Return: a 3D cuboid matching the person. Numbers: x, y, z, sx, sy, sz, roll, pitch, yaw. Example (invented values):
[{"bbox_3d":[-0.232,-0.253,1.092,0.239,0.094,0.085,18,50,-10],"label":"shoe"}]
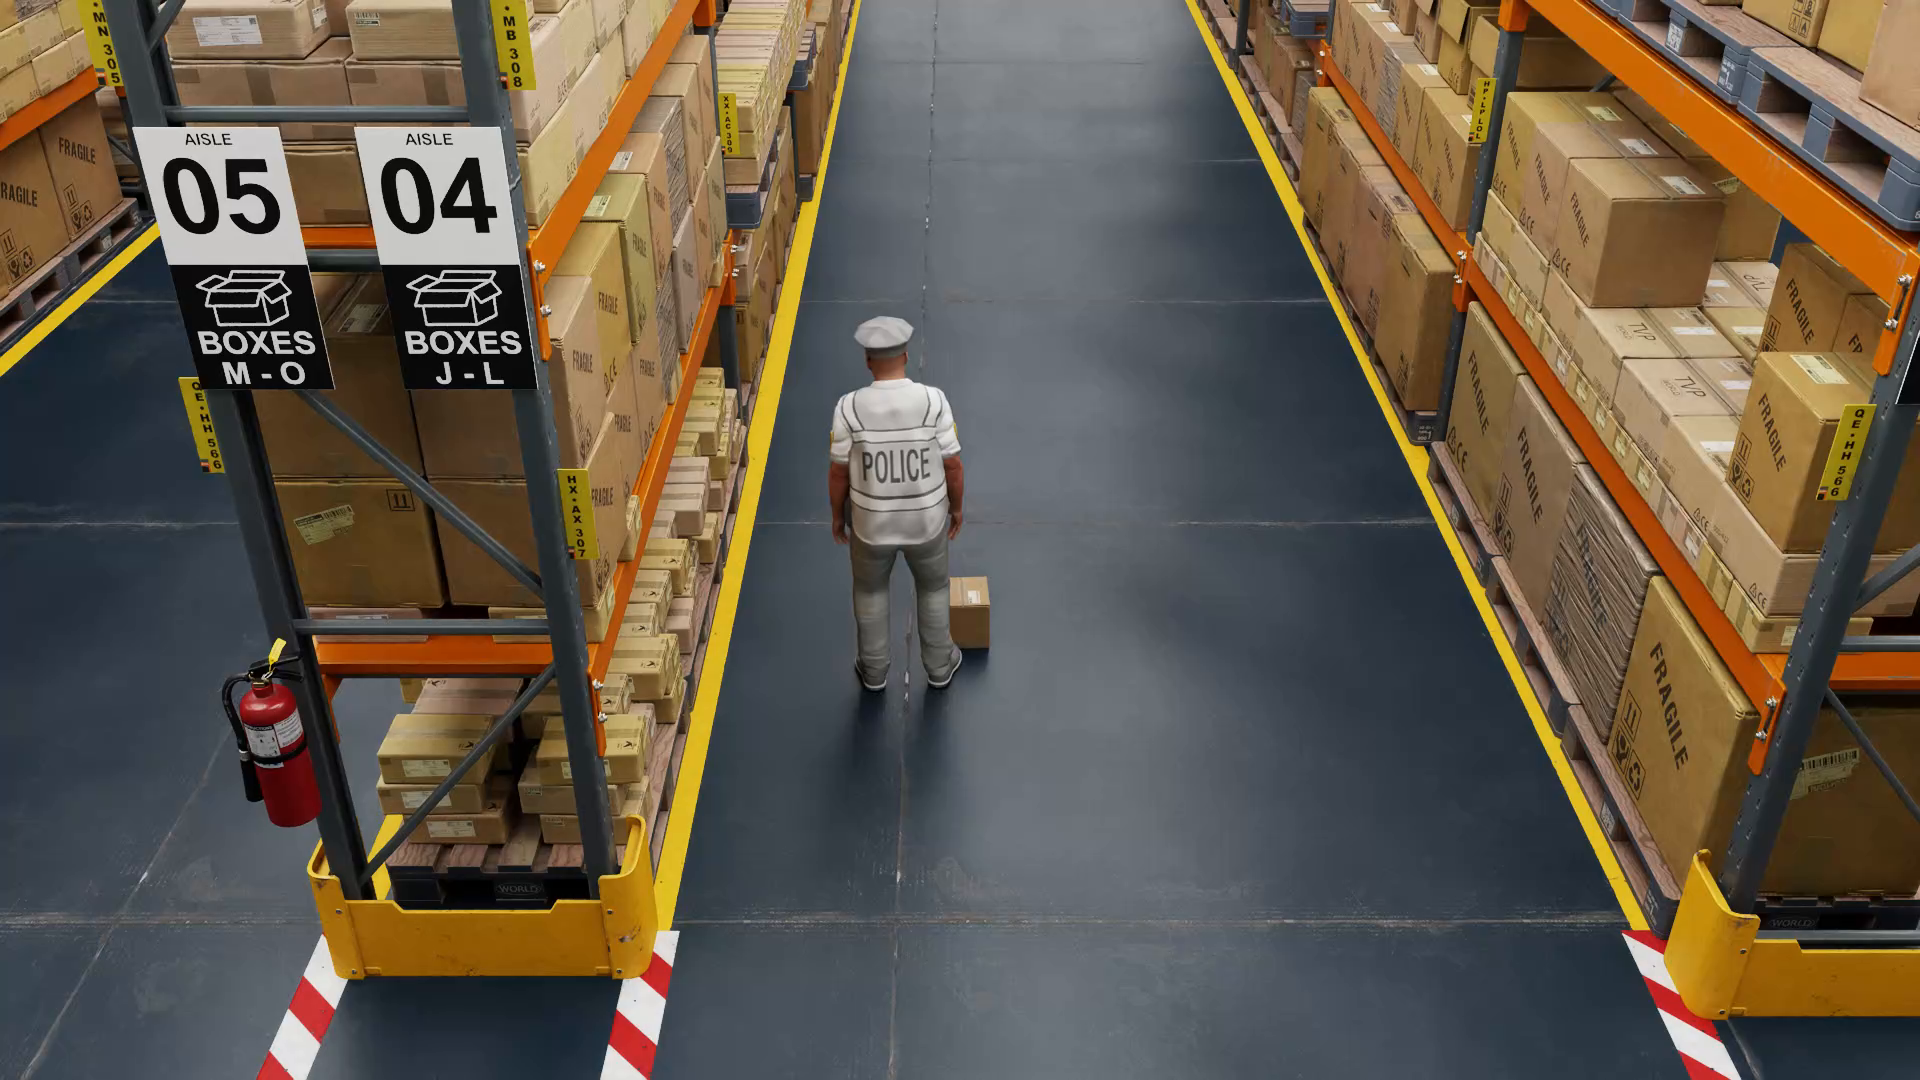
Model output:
[{"bbox_3d":[-0.276,-0.102,7.295,0.590,1.746,0.439,-2,31,-4],"label":"person"}]
